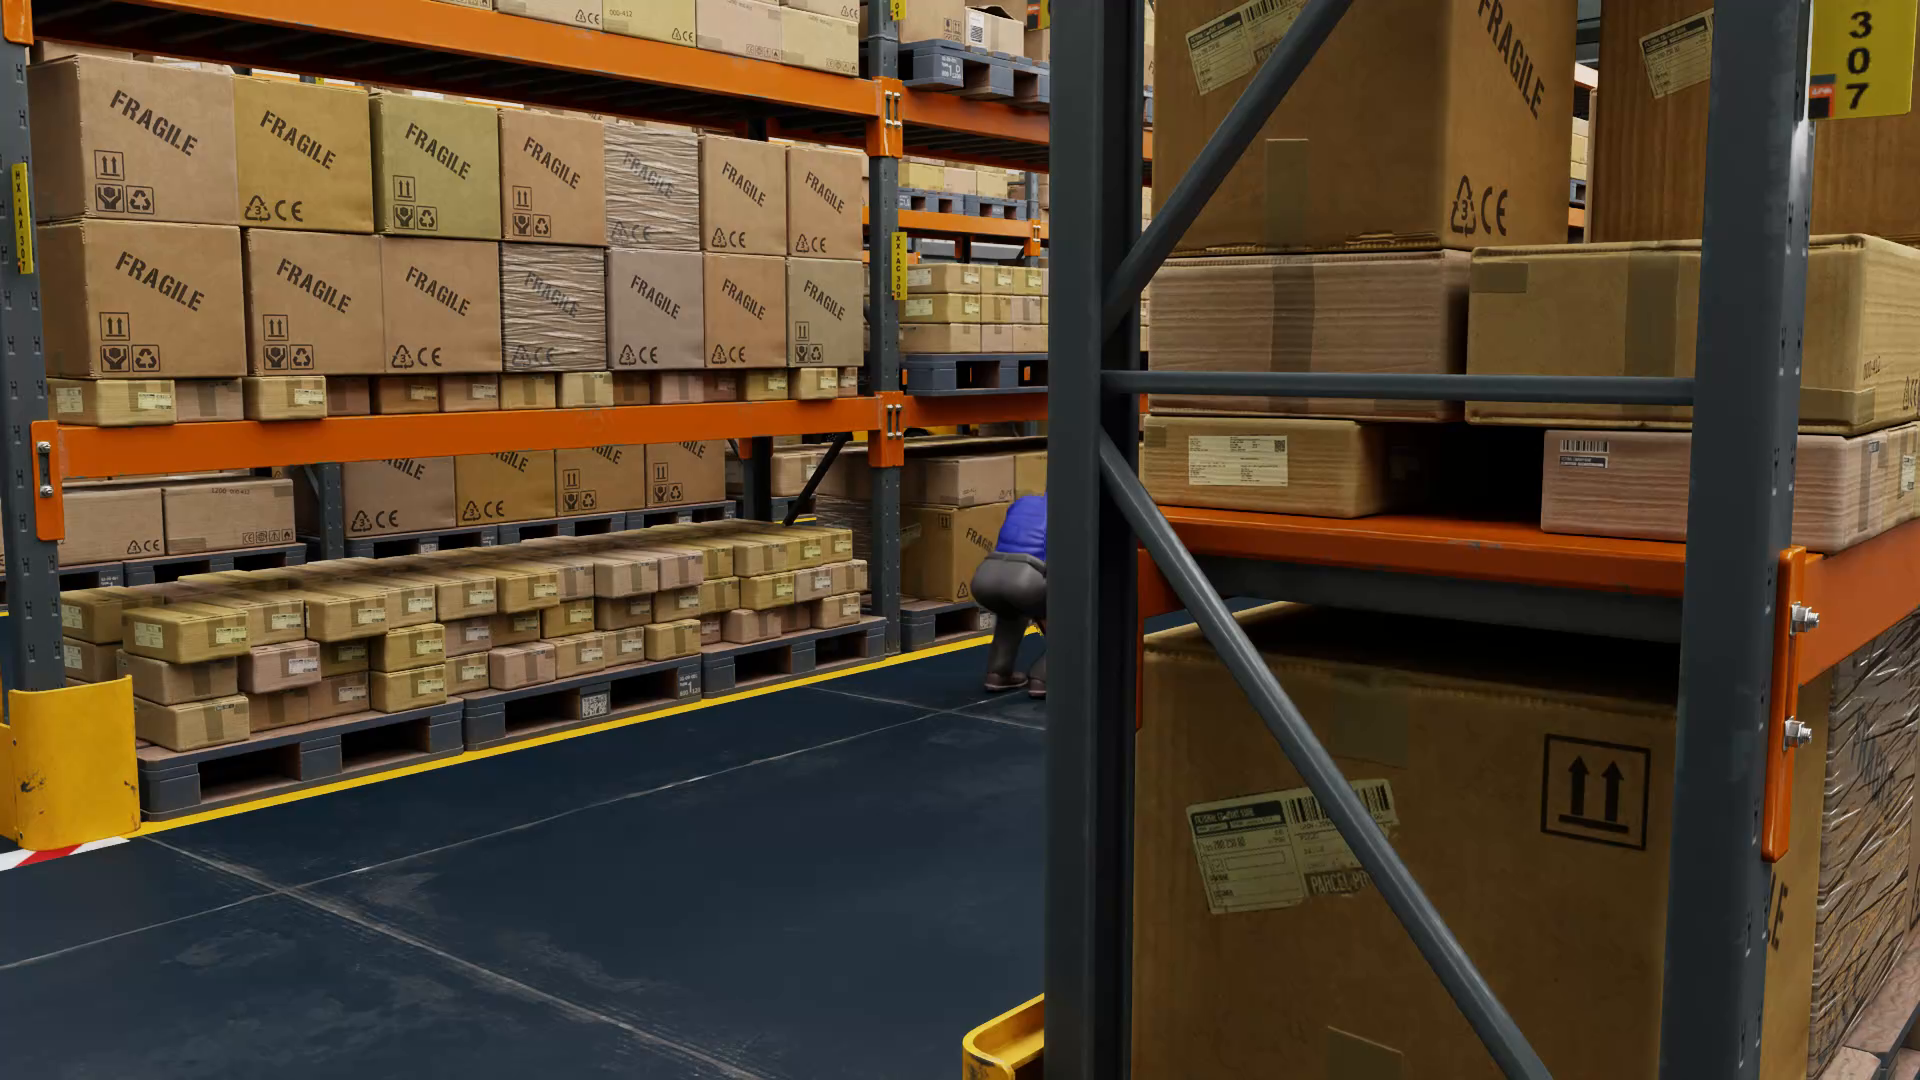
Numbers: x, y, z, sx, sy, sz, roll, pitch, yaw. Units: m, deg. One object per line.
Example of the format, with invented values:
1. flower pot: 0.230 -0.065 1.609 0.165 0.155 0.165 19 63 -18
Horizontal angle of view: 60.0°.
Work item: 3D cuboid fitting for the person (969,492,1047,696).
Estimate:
1. person: 0.353 0.202 7.567 0.487 0.954 0.789 5 8 36
